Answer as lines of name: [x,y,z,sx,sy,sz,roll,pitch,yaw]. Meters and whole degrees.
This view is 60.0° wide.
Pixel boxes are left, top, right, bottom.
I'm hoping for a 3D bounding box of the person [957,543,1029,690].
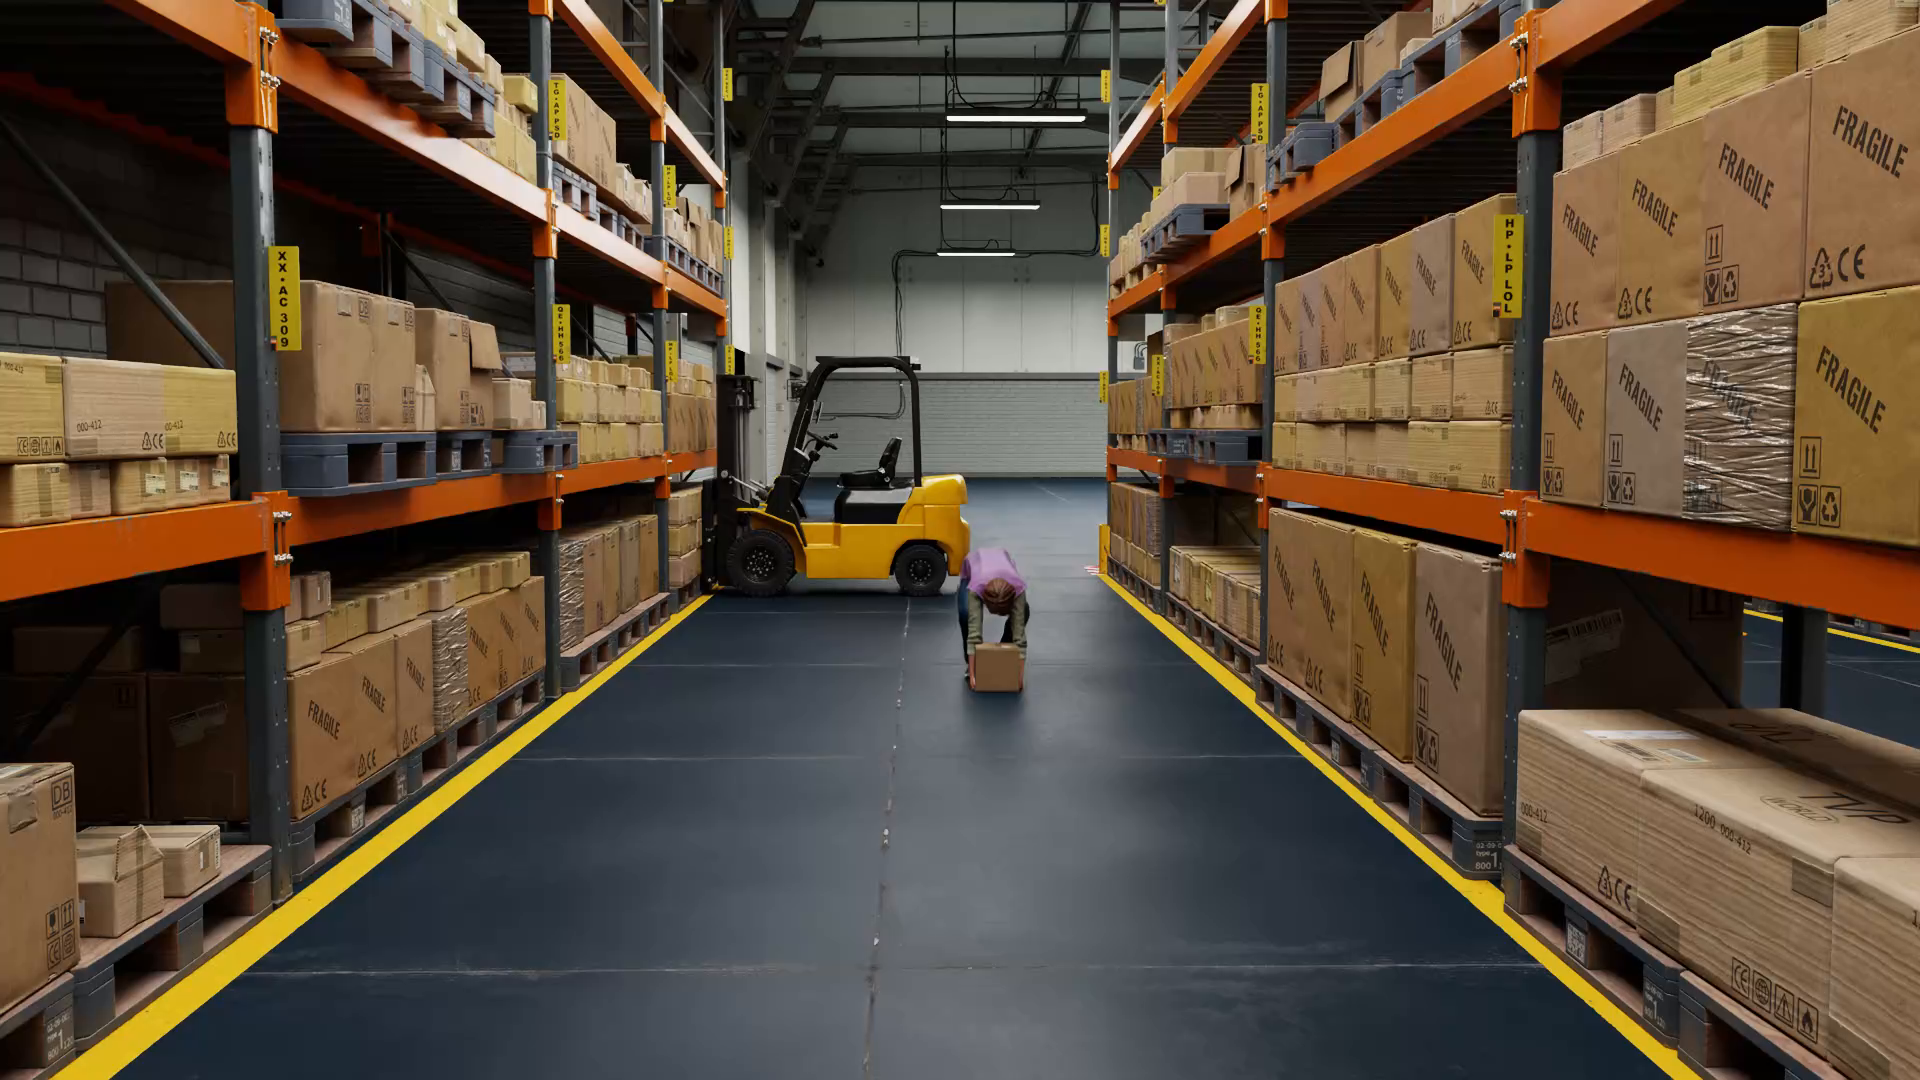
person: [0.203,0.443,9.984,0.424,0.823,0.859,0,4,-4]
